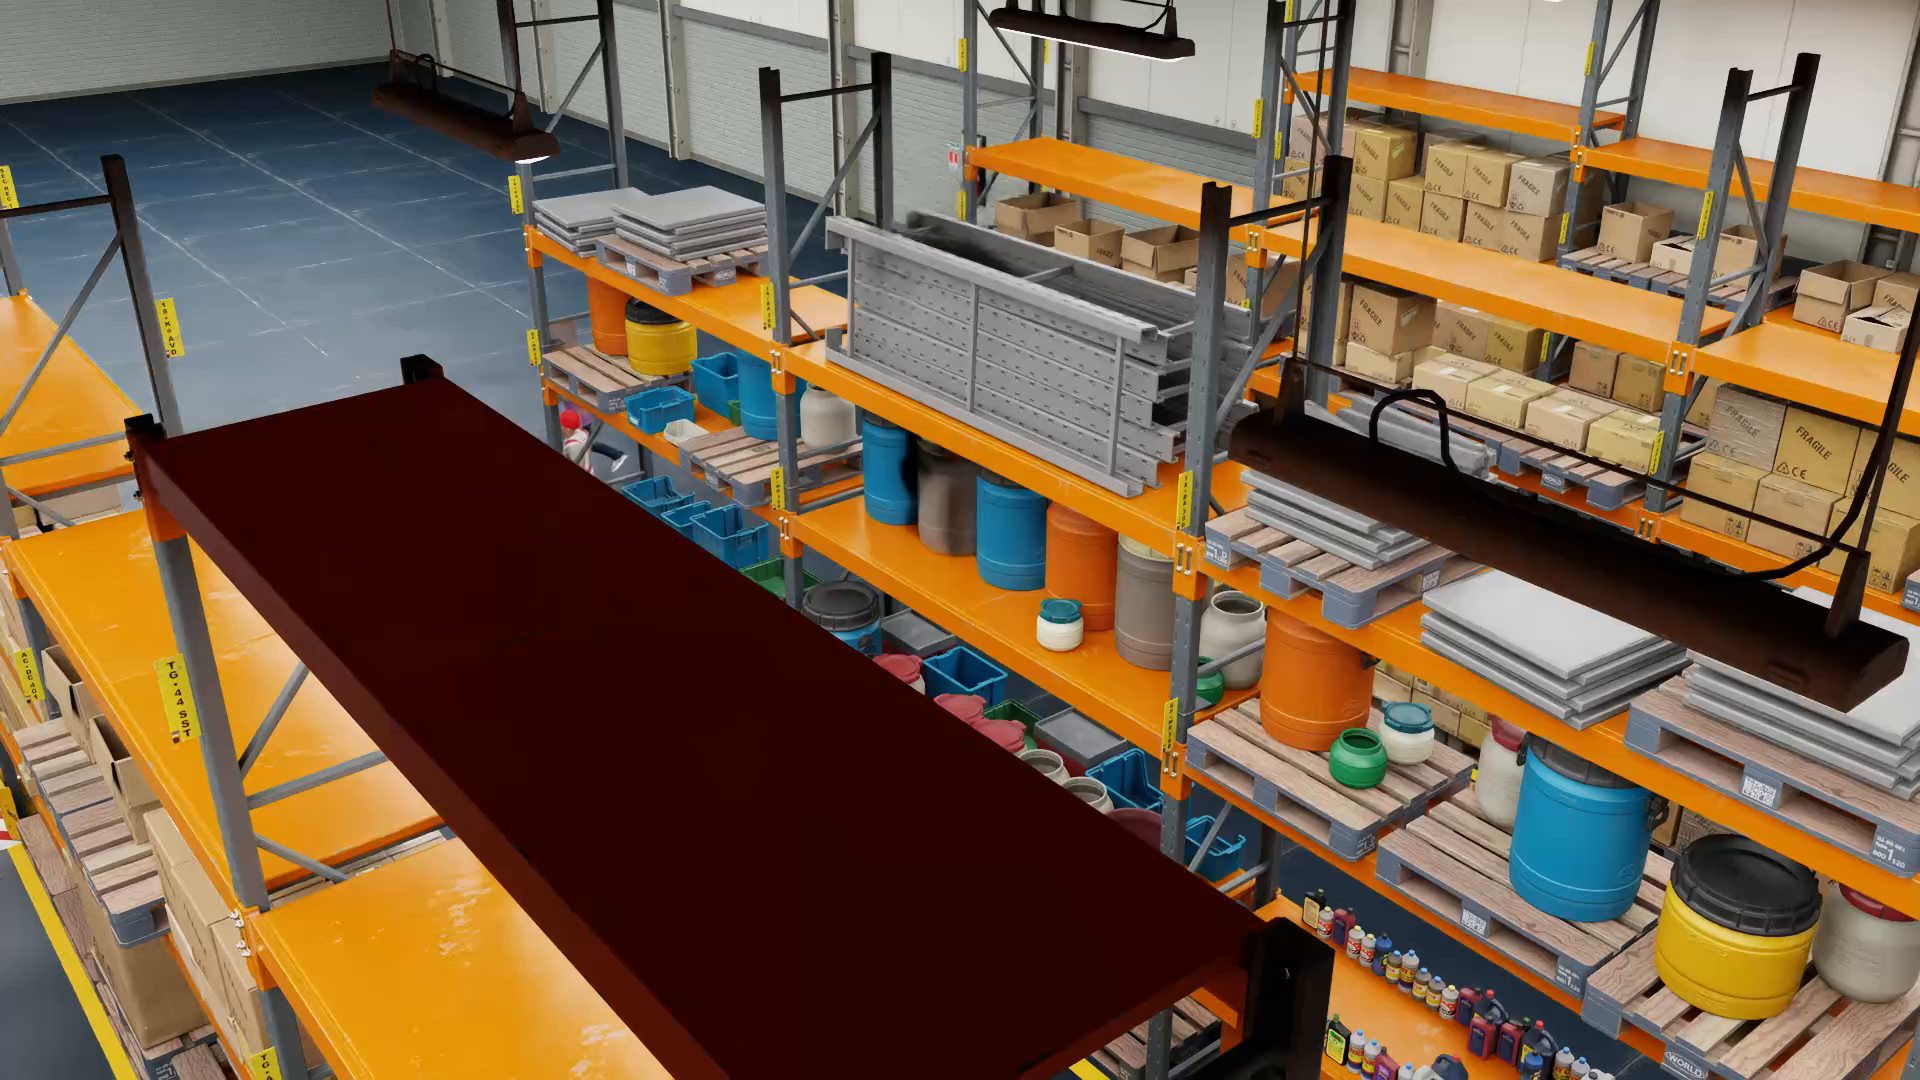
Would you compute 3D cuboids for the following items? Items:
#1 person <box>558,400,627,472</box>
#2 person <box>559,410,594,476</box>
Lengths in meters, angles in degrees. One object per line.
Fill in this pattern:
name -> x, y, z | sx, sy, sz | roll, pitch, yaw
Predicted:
person -> -4.341, -1.354, 19.234 | 0.882, 1.603, 0.550 | -5, 26, -11
person -> -3.940, -0.564, 17.436 | 0.751, 1.750, 0.697 | 1, 26, 3
